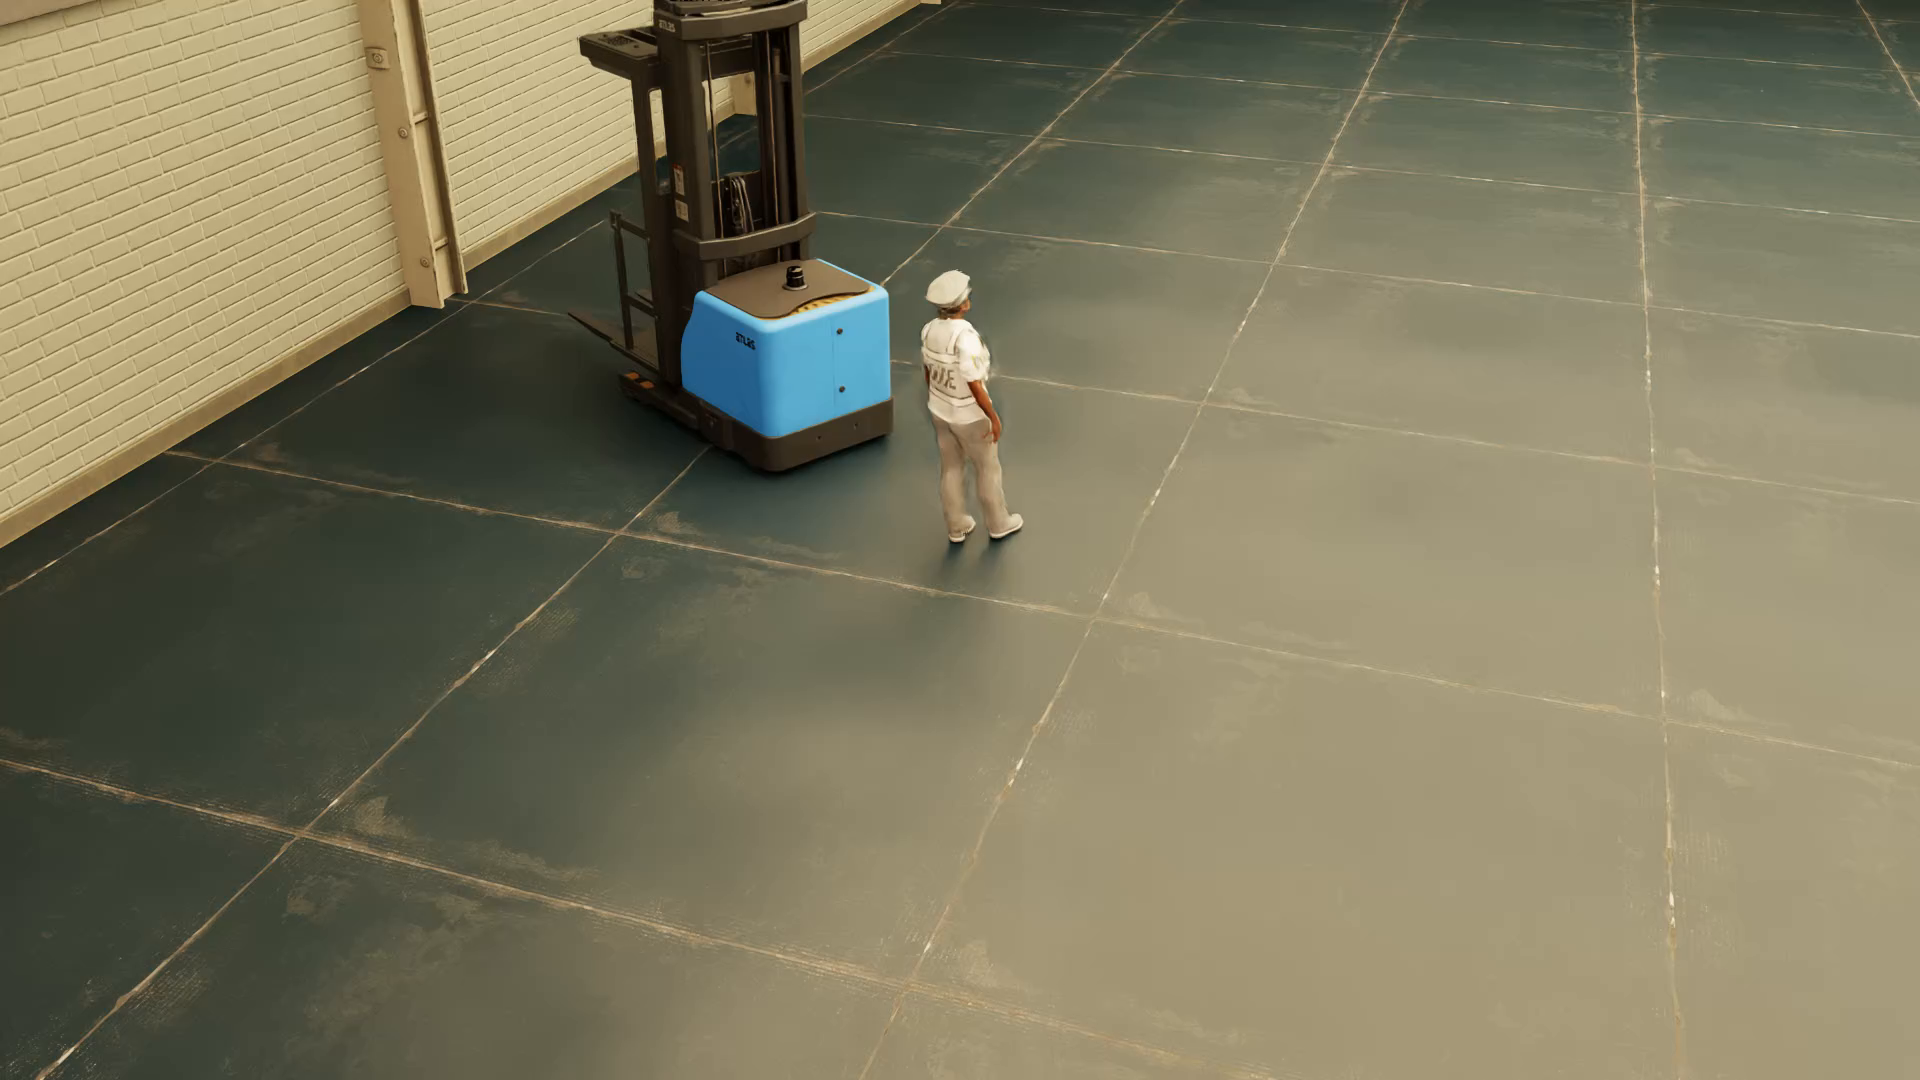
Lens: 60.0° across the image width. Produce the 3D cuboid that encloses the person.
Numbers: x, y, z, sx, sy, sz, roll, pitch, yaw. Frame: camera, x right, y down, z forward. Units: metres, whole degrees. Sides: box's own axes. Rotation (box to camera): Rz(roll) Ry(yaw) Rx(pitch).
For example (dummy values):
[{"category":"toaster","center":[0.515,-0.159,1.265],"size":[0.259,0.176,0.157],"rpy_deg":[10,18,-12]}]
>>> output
[{"category":"person","center":[0.094,-0.776,9.739],"size":[0.604,1.693,0.537],"rpy_deg":[-23,37,-34]}]

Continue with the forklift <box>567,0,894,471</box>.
[{"category":"forklift","center":[-1.782,-2.372,11.297],"size":[1.130,2.935,3.031],"rpy_deg":[-23,37,-34]}]
